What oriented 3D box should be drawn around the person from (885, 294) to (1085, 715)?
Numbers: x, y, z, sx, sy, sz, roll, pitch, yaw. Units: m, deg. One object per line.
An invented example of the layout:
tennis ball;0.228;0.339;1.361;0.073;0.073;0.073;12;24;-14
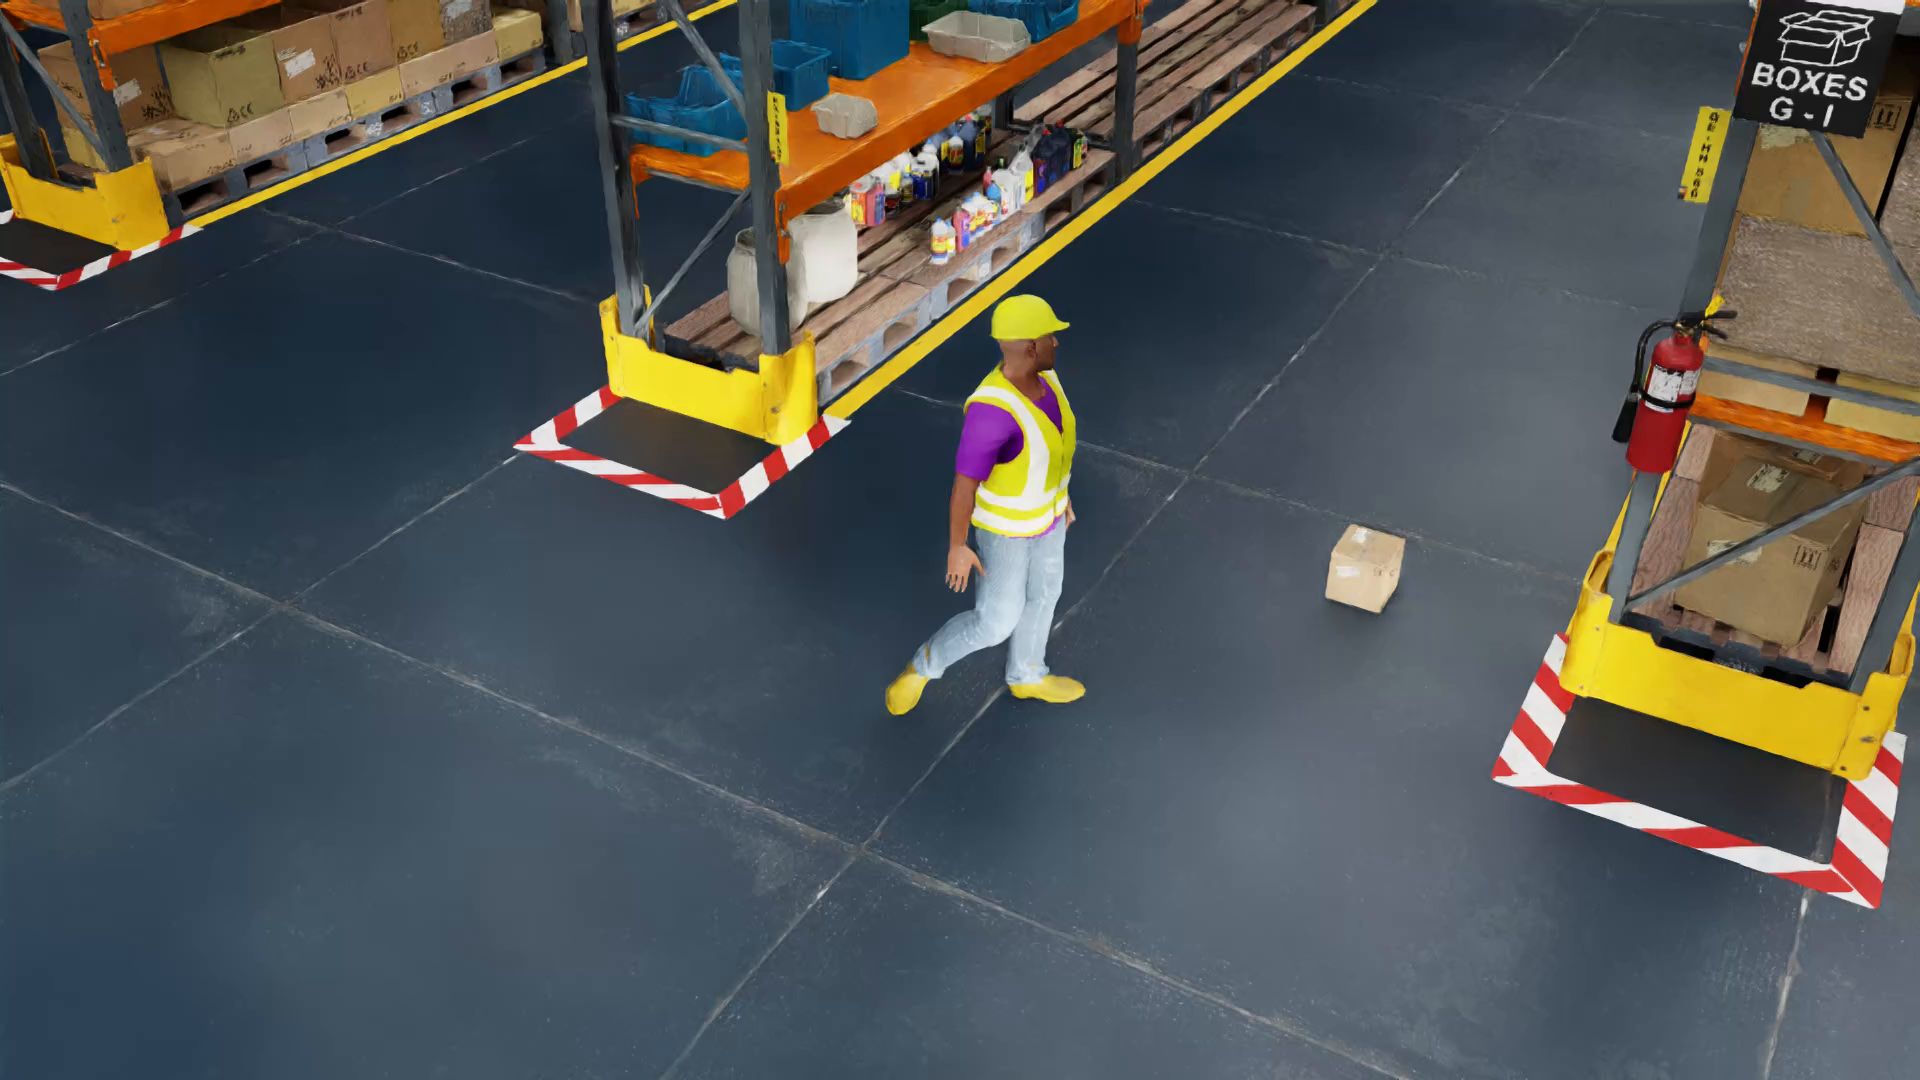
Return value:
person;0.128;-0.074;6.235;0.630;1.765;0.750;18;38;25
